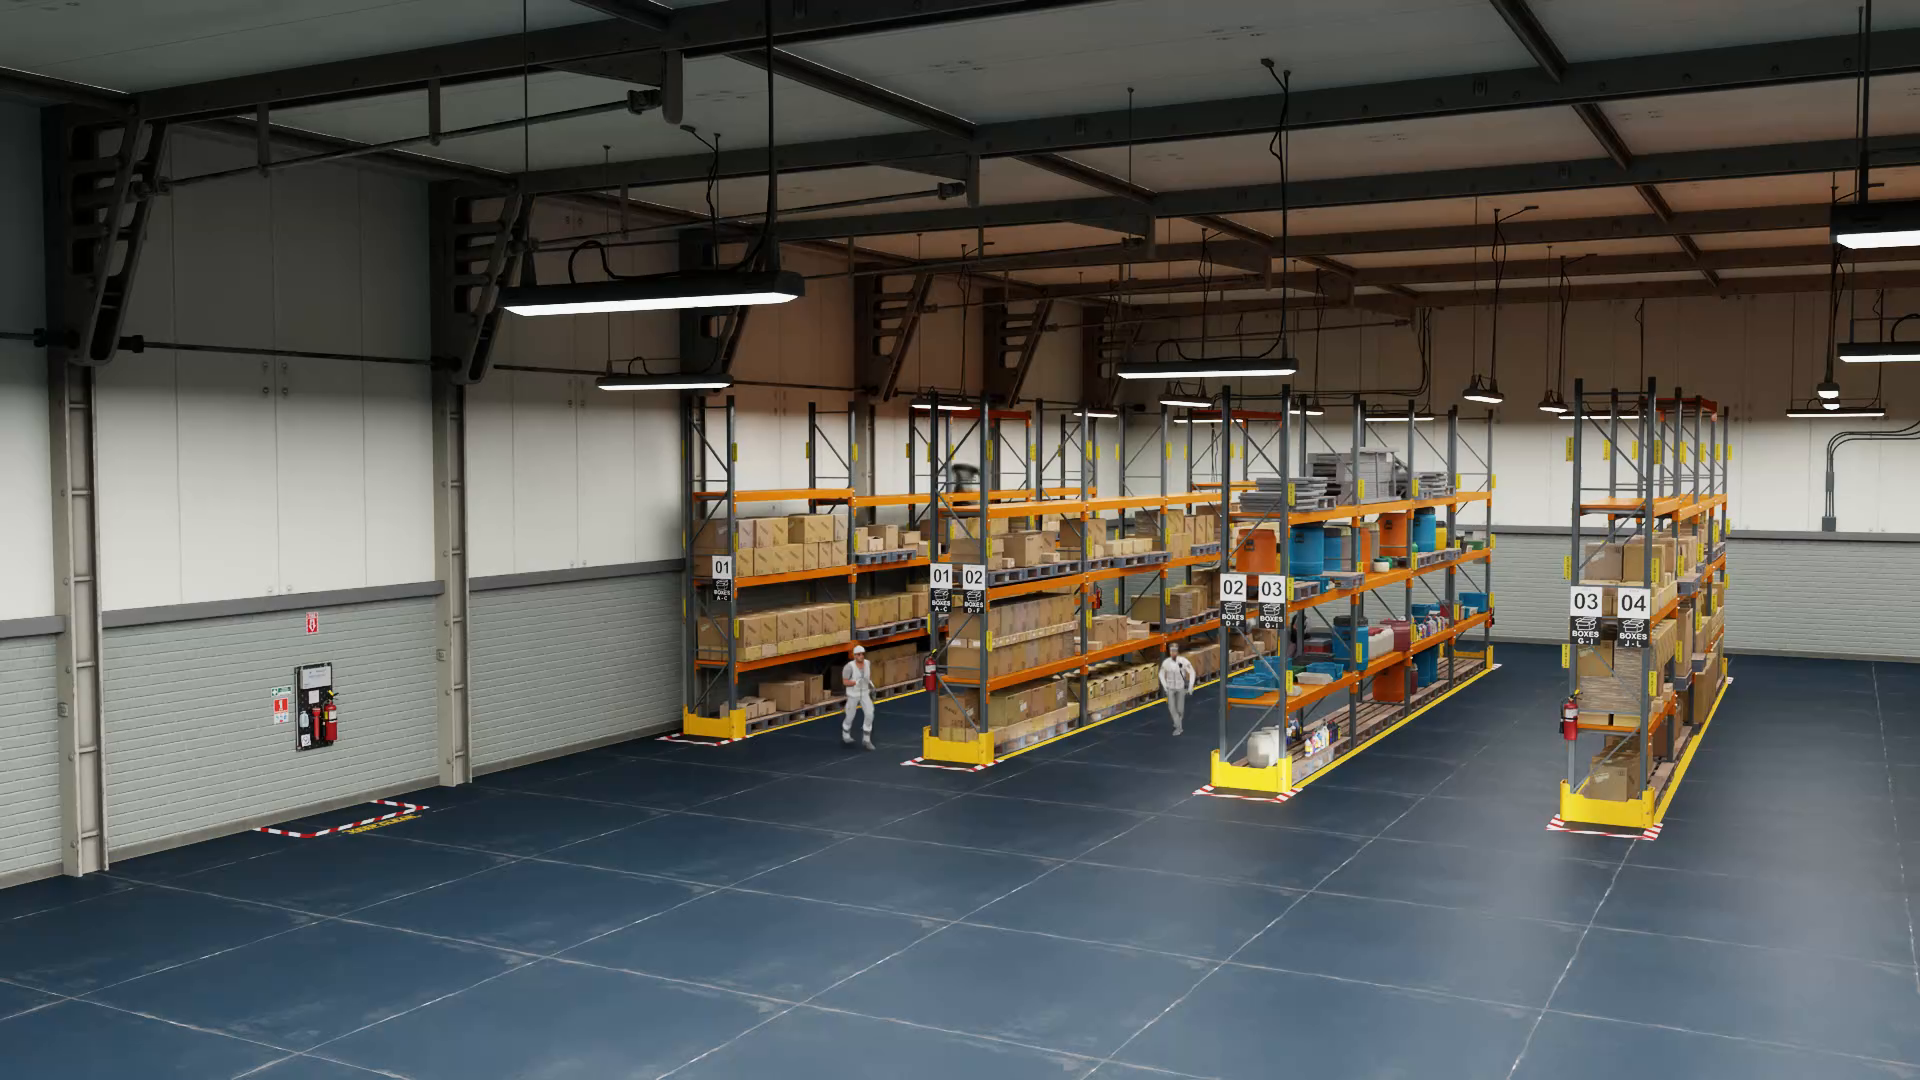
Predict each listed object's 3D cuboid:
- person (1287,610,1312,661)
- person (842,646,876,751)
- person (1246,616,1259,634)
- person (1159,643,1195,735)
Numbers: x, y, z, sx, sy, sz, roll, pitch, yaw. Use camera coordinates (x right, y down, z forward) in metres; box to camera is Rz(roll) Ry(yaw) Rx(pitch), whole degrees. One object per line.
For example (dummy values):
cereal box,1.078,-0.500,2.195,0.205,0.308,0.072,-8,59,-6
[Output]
person,7.435,2.251,36.261,0.589,1.662,0.884,2,4,33
person,-1.709,2.634,27.978,0.668,1.758,0.982,-1,3,-24
person,7.777,2.010,43.611,0.581,1.433,1.139,0,3,-8
person,3.840,2.634,29.473,0.650,1.647,0.529,1,3,16
